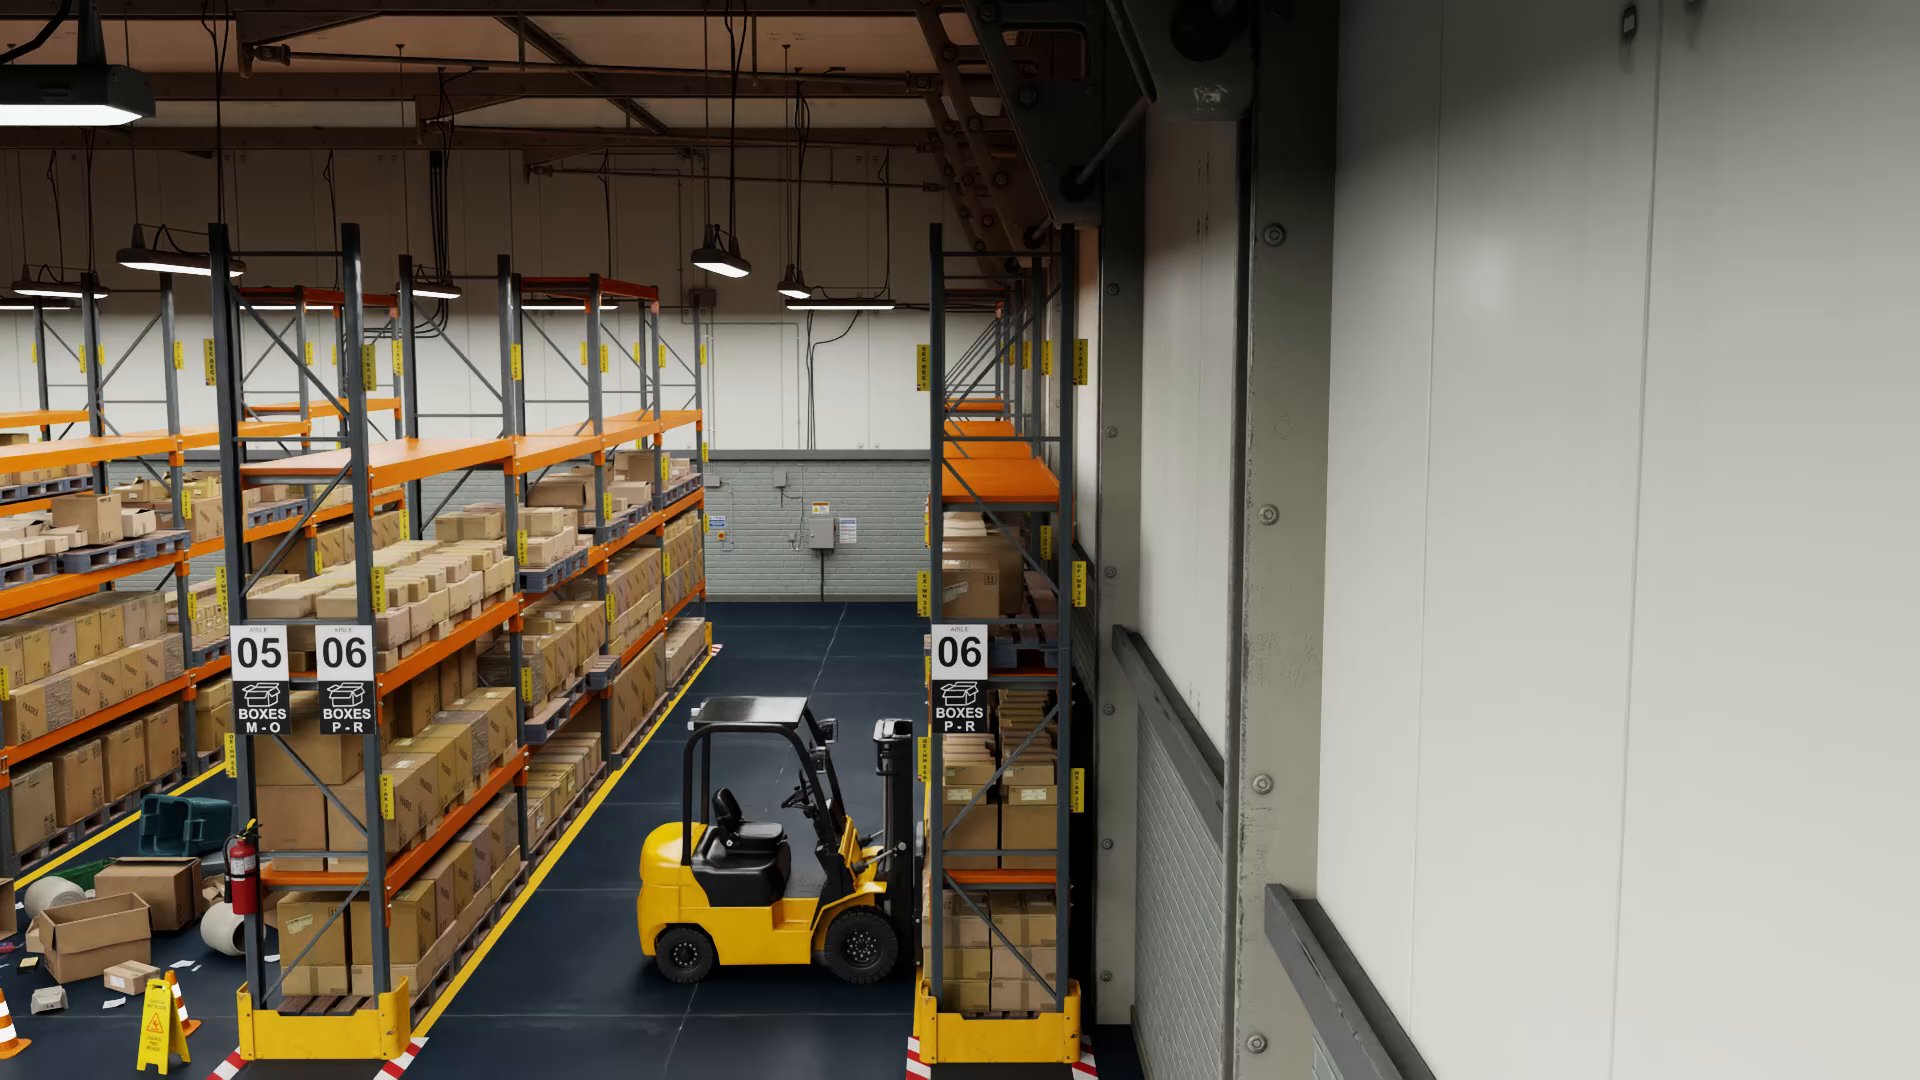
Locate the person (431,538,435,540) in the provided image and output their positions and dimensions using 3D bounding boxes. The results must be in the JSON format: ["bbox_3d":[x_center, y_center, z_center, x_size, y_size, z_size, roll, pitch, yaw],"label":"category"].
[{"bbox_3d":[-9.630,0.743,30.847,0.453,1.620,1.062,4,8,30],"label":"person"}]
